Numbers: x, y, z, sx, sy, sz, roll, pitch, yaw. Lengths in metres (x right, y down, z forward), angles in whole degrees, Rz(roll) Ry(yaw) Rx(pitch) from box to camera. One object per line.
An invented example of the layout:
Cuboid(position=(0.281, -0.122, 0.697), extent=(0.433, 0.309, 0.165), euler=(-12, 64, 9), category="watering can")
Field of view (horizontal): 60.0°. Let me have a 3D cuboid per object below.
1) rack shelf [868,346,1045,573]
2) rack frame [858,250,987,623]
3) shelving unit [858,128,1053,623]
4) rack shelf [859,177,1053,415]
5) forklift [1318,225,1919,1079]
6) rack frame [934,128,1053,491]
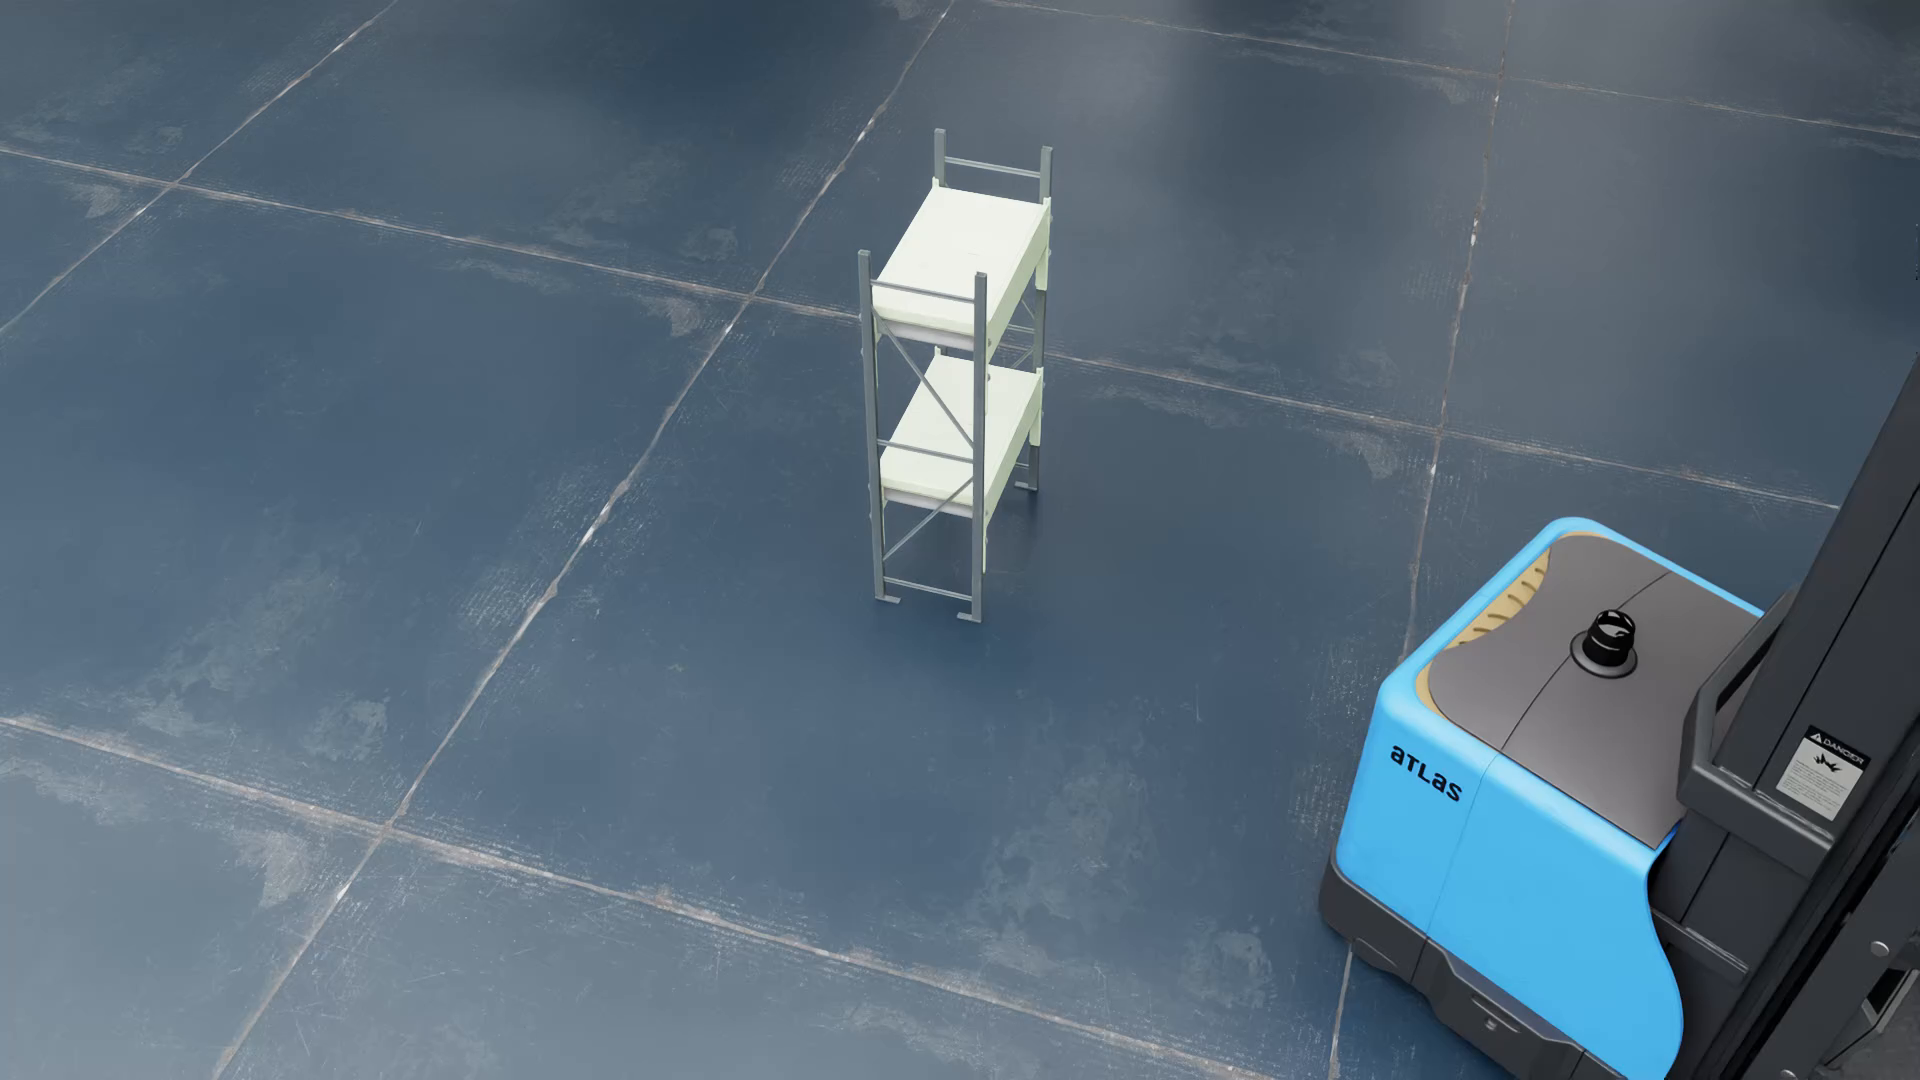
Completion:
Cuboid(position=(-0.002, -0.299, 5.949), extent=(0.431, 0.370, 0.720), euler=(13, 46, 12), category="rack shelf")
Cuboid(position=(-0.113, -0.288, 5.472), extent=(0.400, 1.500, 0.023), euler=(13, 46, 12), category="rack frame")
Cuboid(position=(-0.002, -0.532, 5.721), extent=(0.431, 1.500, 0.755), euler=(13, 46, 12), category="shelving unit")
Cuboid(position=(-0.002, -0.811, 5.448), extent=(0.431, 0.370, 0.720), euler=(13, 46, 12), category="rack shelf")
Cuboid(position=(2.484, 0.590, 3.552), extent=(3.031, 2.935, 1.130), euler=(34, 54, 30), category="forklift")
Cuboid(position=(0.109, -0.776, 5.970), extent=(0.400, 1.500, 0.023), euler=(13, 46, 12), category="rack frame")
